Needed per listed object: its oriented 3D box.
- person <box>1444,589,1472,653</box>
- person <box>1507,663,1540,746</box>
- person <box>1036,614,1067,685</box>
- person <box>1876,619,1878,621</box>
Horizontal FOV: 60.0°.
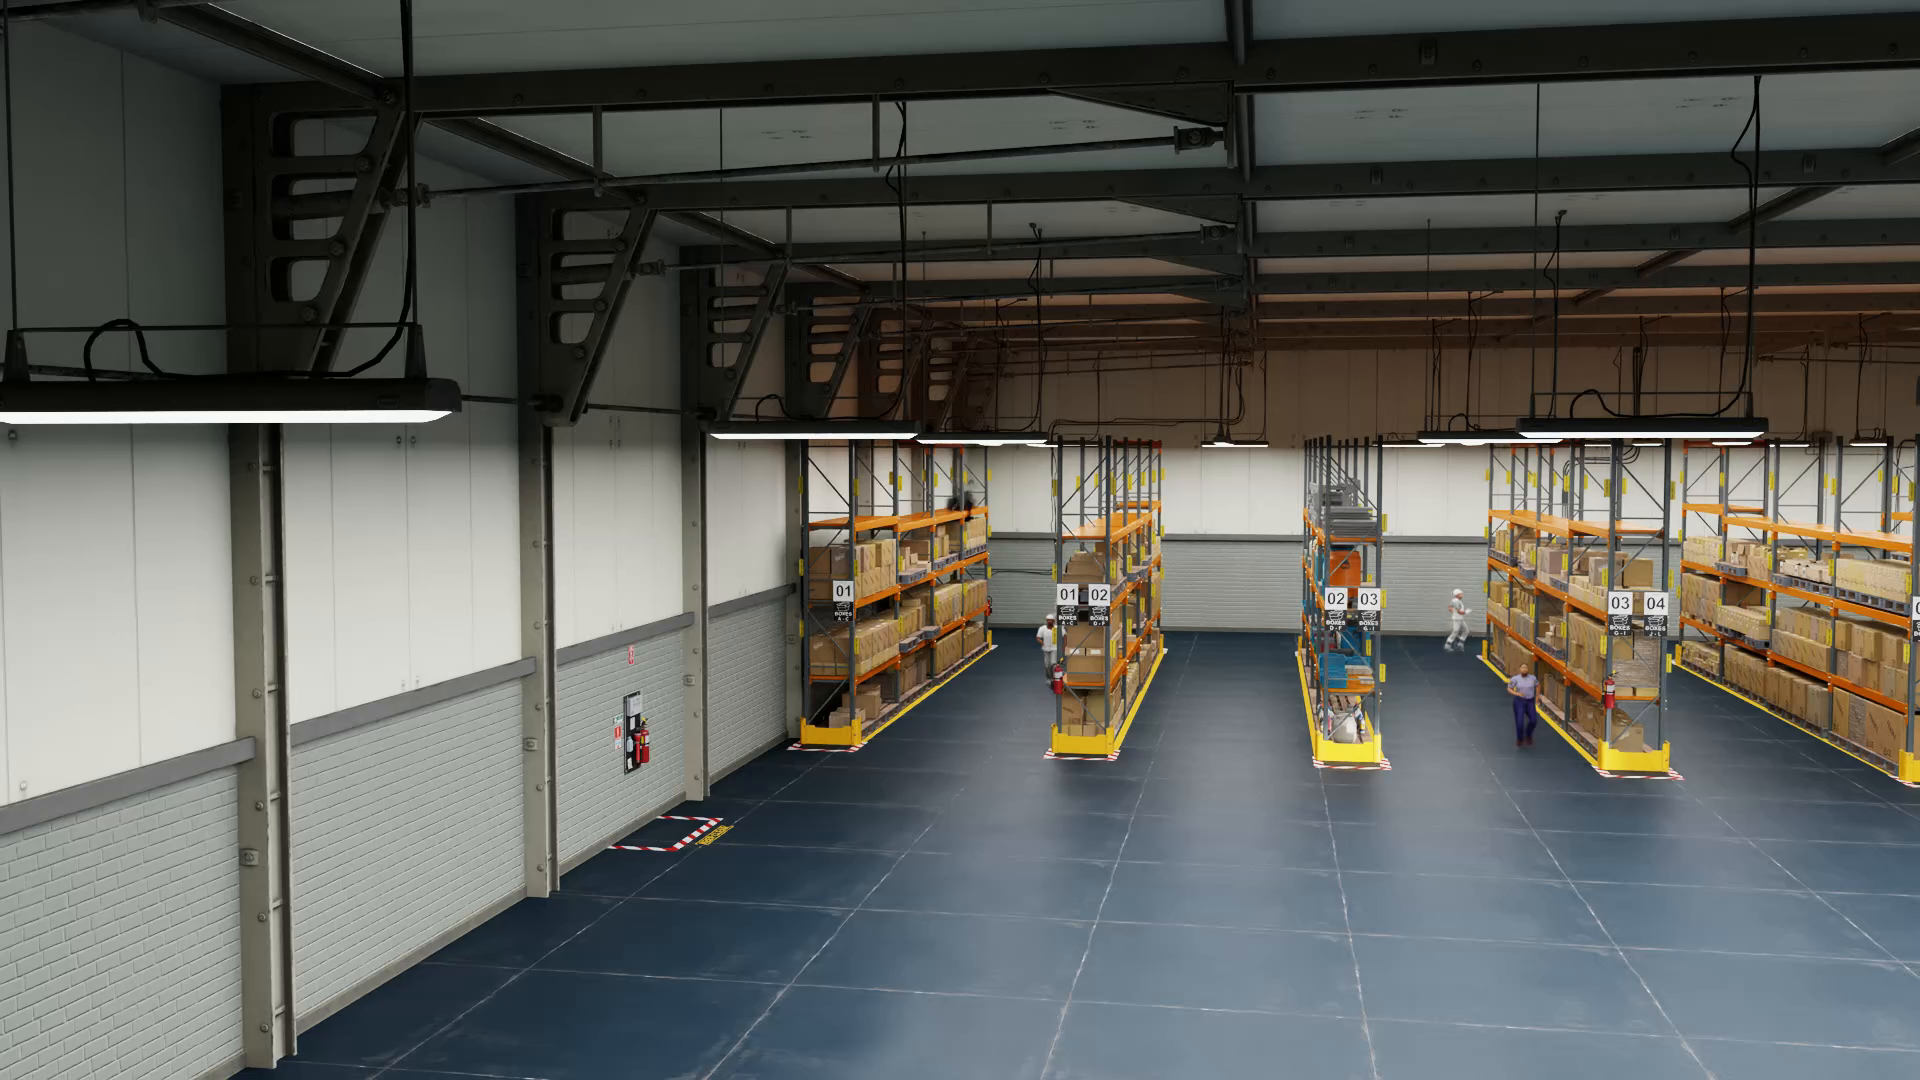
[{"bbox_3d":[14.063,2.296,46.904,0.743,1.824,0.638,1,3,21],"label":"person"},{"bbox_3d":[10.873,3.213,32.026,0.661,1.537,0.570,0,3,7],"label":"person"},{"bbox_3d":[2.192,2.692,40.044,0.721,1.822,0.729,1,3,13],"label":"person"},{"bbox_3d":[24.963,2.485,44.878,0.587,1.665,0.625,2,4,35],"label":"person"}]
